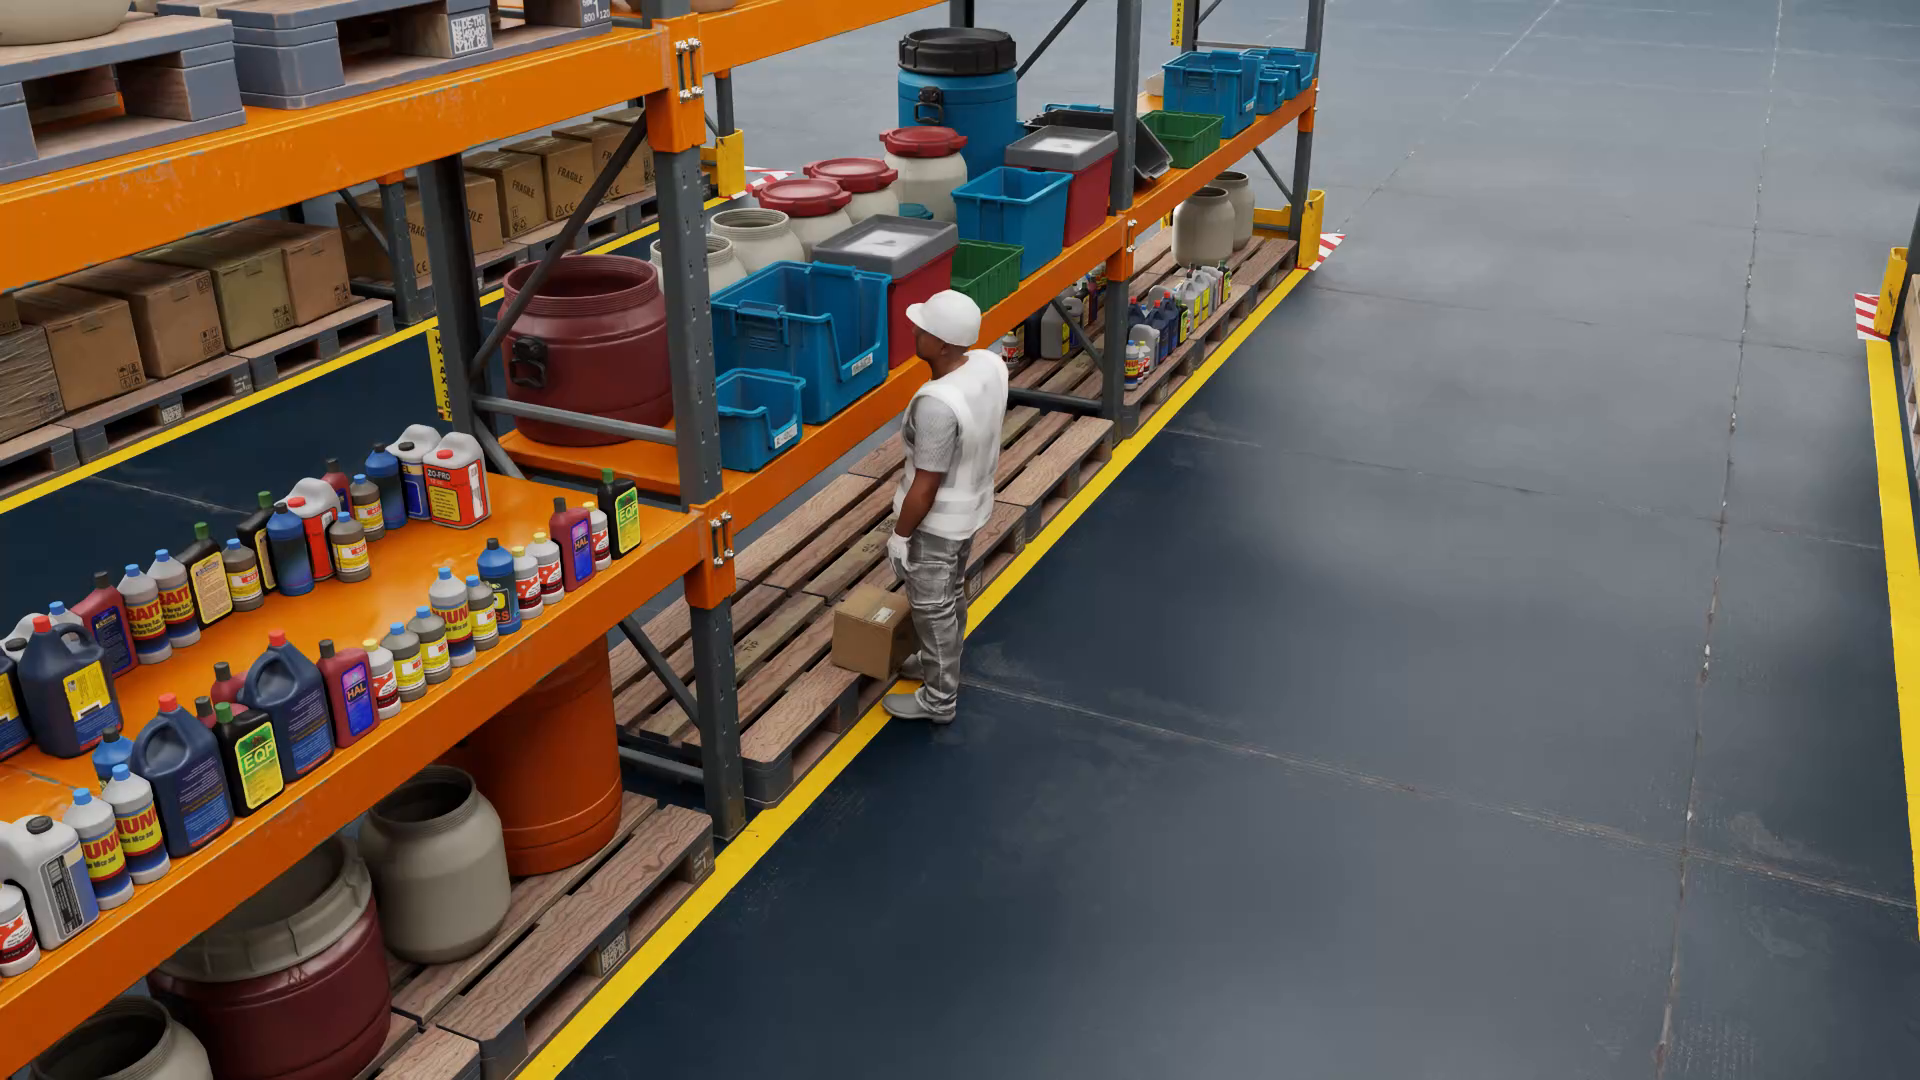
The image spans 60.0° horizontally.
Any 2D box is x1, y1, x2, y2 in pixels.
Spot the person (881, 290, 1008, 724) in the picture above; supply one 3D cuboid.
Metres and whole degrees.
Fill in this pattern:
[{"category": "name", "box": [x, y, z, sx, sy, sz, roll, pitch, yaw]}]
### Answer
[{"category": "person", "box": [-0.136, -0.114, 6.305, 0.575, 1.784, 0.656, 11, 28, 22]}]
